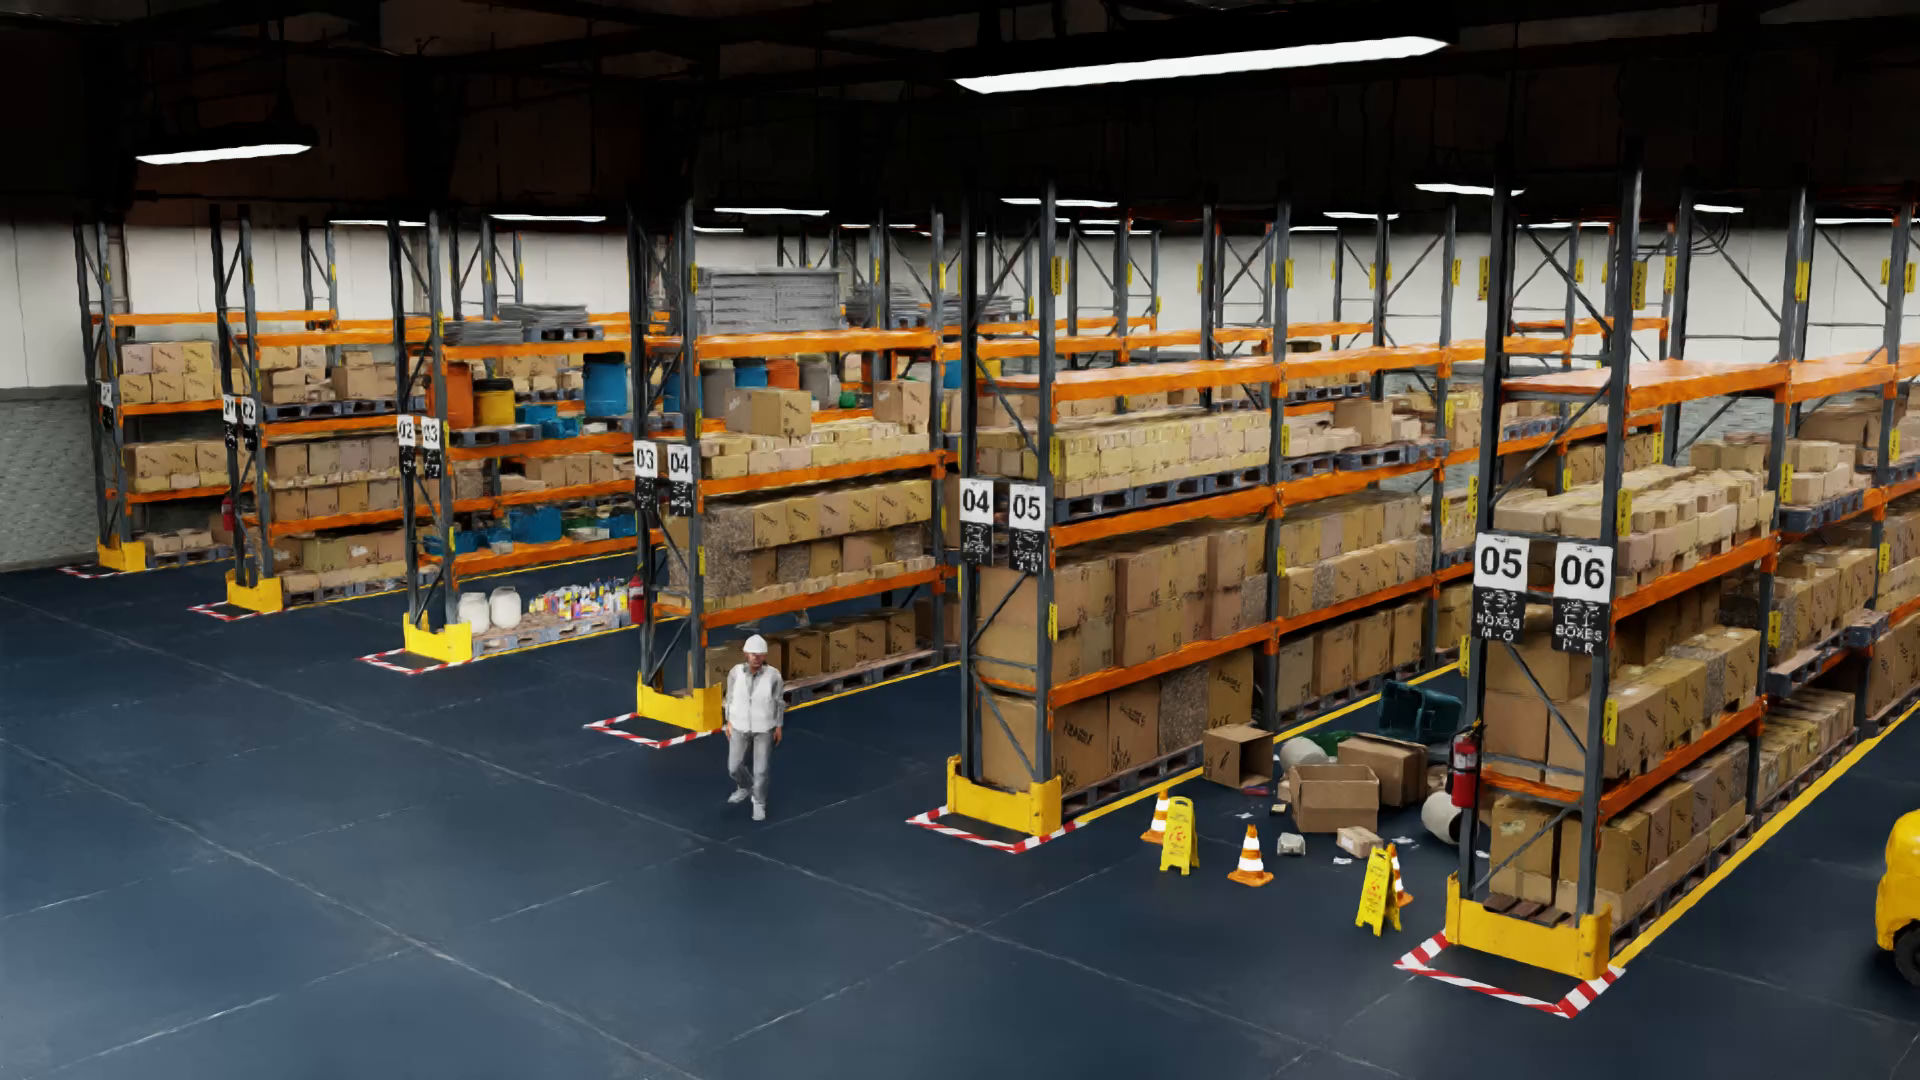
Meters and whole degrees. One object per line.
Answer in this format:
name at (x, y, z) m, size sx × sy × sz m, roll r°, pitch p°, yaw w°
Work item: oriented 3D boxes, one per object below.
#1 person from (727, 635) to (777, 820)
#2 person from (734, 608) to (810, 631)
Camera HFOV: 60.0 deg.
person at (-1.952, 1.735, 15.552) m, size 0.513 × 1.764 × 0.547 m, roll 0°, pitch 9°, yaw 2°
person at (-2.486, 0.734, 22.114) m, size 0.963 × 0.990 × 0.533 m, roll -5°, pitch 11°, yaw -27°
